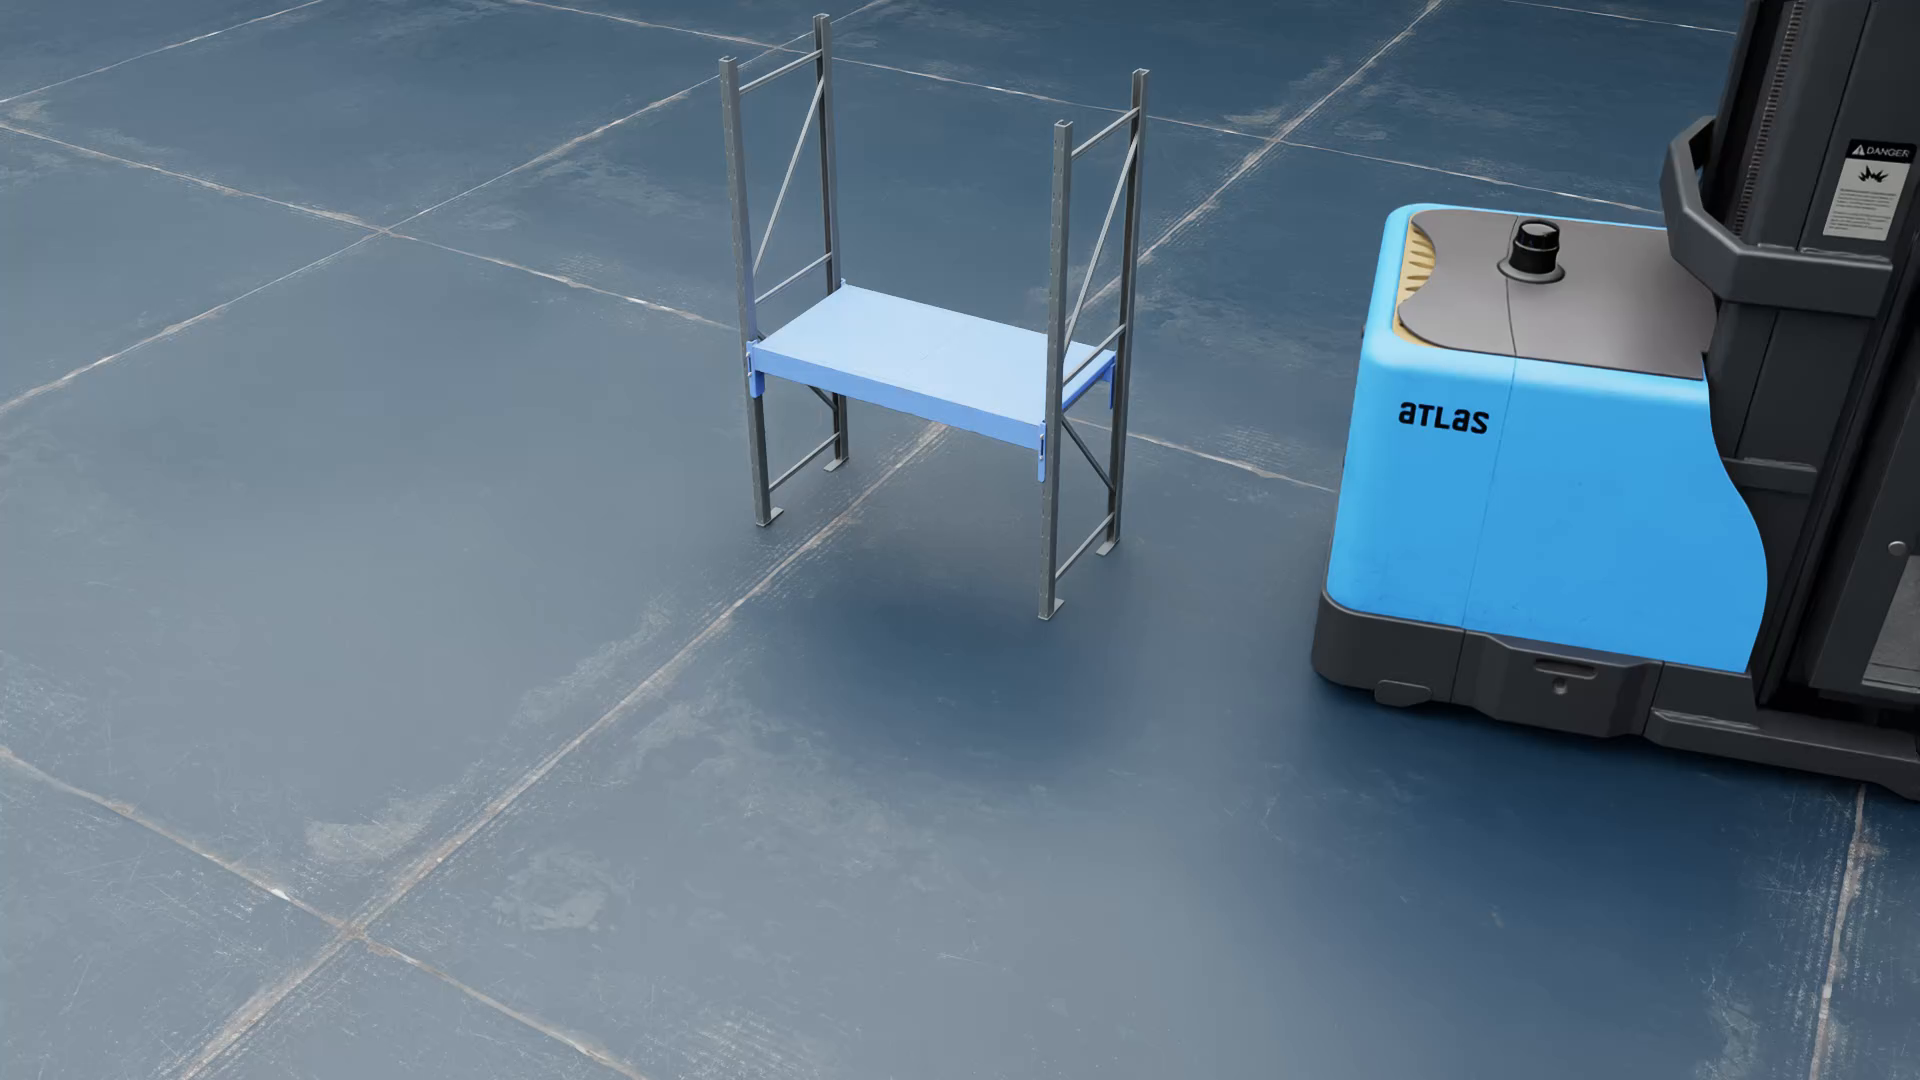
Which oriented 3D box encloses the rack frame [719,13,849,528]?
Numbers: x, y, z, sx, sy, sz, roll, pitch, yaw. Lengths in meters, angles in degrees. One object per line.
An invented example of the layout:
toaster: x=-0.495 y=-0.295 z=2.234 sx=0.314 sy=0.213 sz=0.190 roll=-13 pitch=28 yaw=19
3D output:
rack frame: x=-0.515 y=-0.788 z=5.079 sx=0.032 sy=1.500 sz=0.500 roll=18 pitch=37 yaw=24

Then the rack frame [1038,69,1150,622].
rack frame: x=0.367 y=-0.508 z=4.660 sx=0.032 sy=1.500 sz=0.500 roll=18 pitch=37 yaw=24

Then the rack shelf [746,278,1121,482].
rack shelf: x=-0.074 y=-0.498 z=4.969 sx=1.000 sy=0.185 sz=0.538 roll=18 pitch=37 yaw=24

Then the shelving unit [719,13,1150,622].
shelving unit: x=-0.074 y=-0.648 z=4.870 sx=1.048 sy=1.500 sz=0.538 roll=18 pitch=37 yaw=24

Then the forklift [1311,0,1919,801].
forklift: x=2.550 y=-0.827 z=3.848 sx=3.031 sy=2.935 sz=1.130 roll=9 pitch=35 yaw=13
